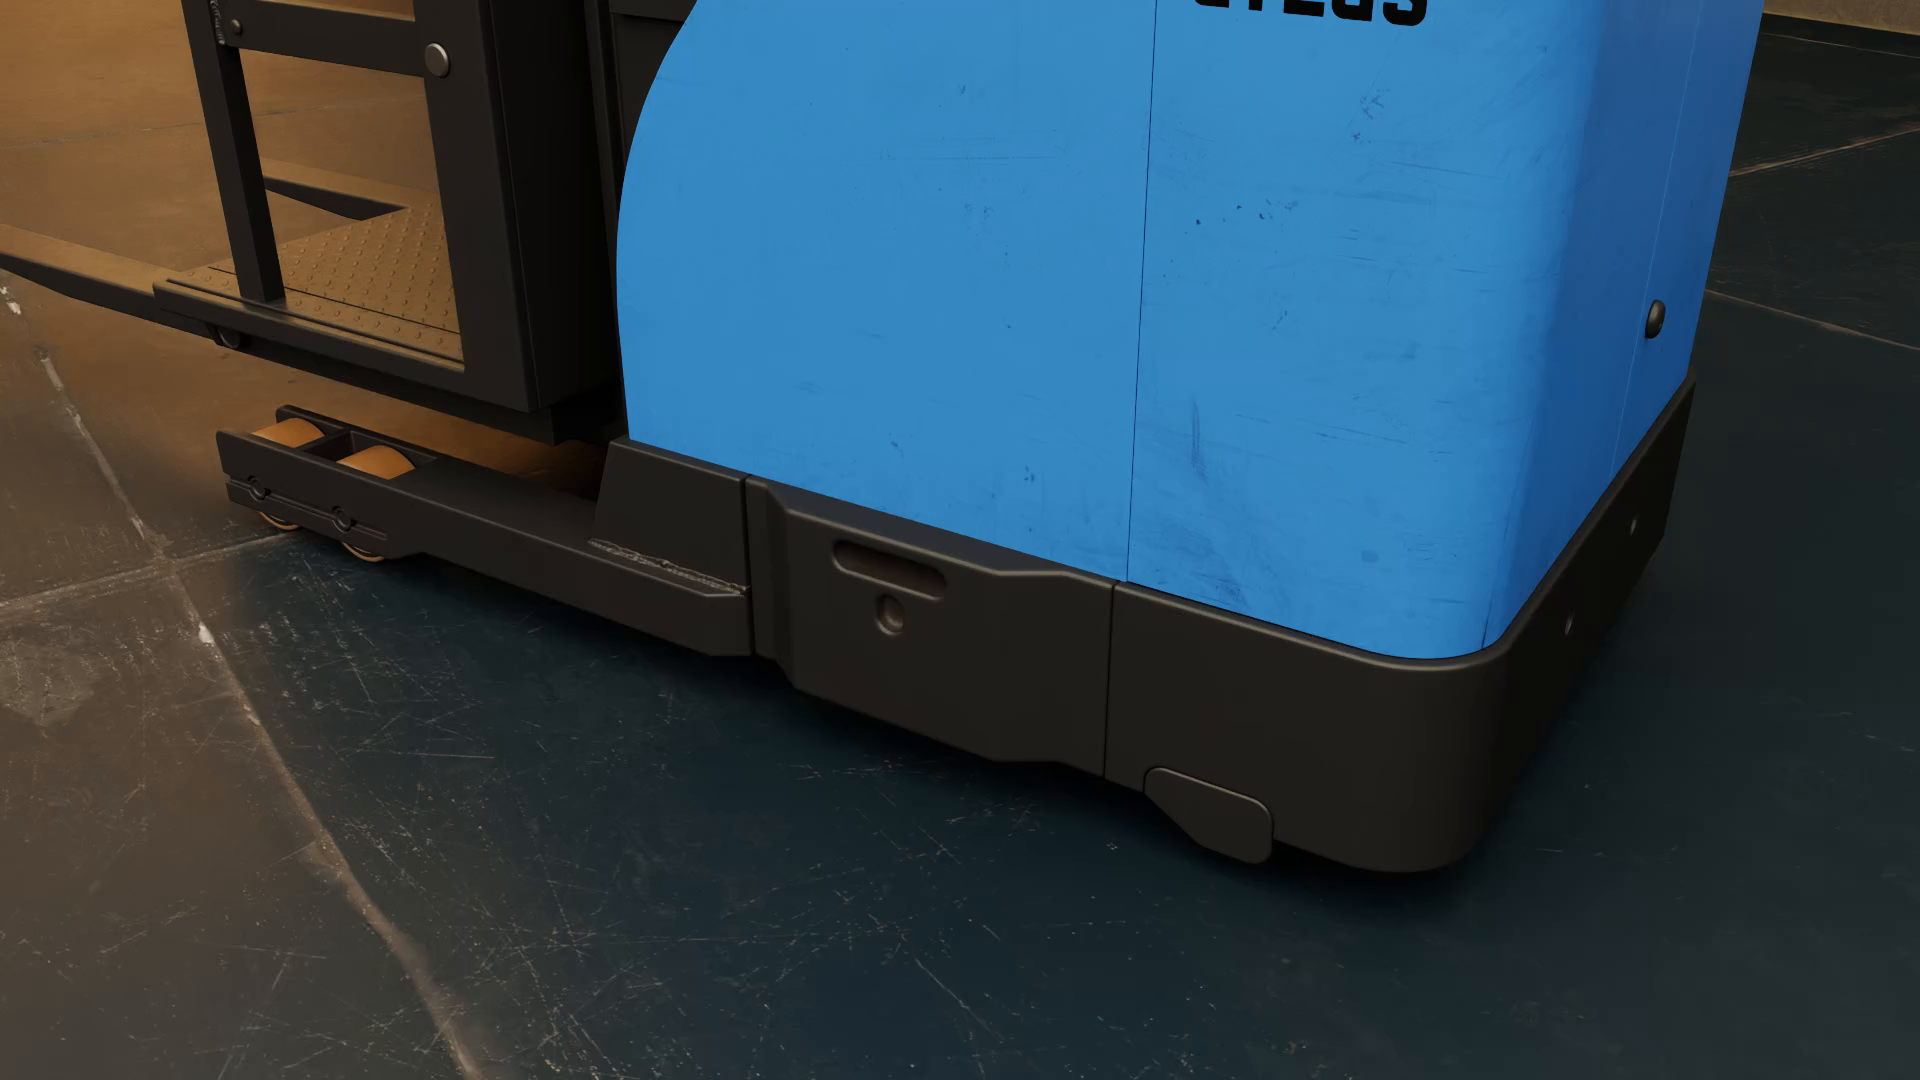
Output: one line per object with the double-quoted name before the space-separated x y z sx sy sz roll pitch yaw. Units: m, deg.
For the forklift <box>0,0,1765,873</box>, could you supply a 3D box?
"forklift" -0.511 -1.459 2.139 3.031 2.935 1.130 16 31 29
